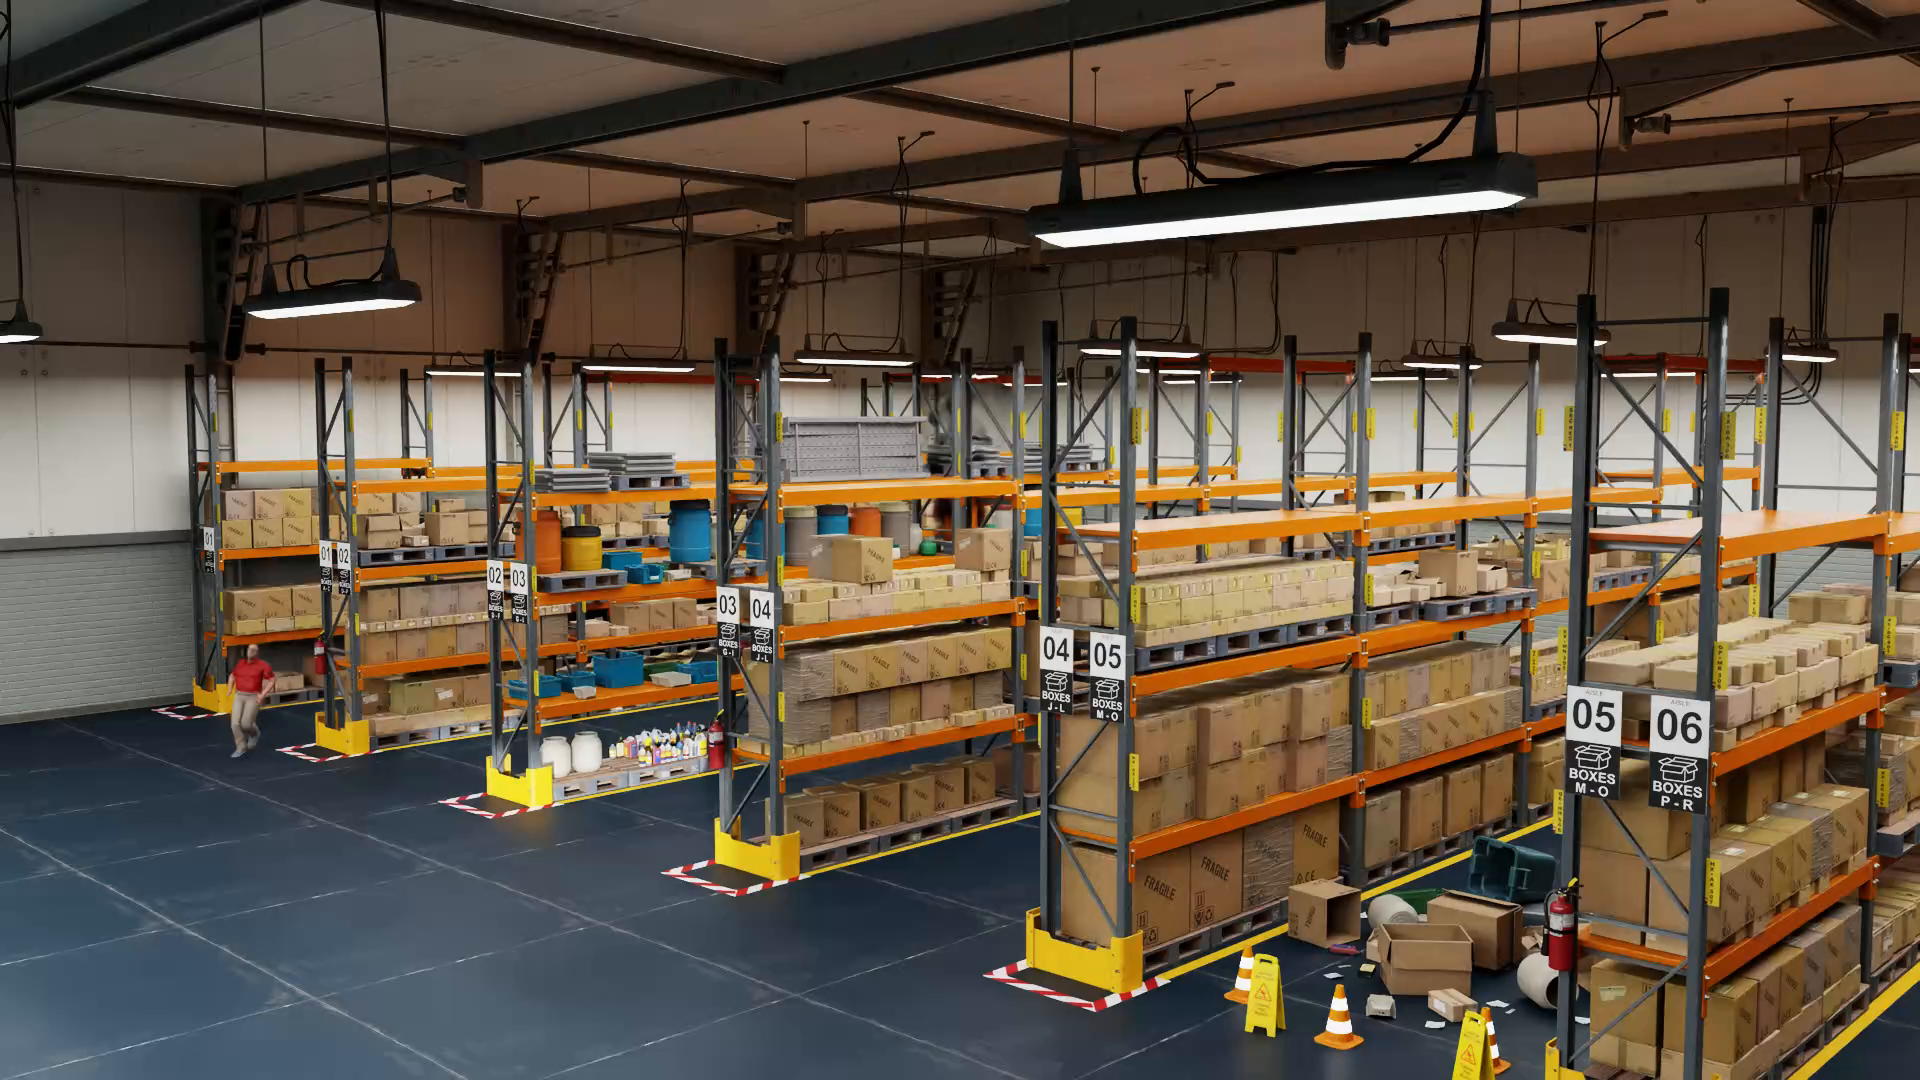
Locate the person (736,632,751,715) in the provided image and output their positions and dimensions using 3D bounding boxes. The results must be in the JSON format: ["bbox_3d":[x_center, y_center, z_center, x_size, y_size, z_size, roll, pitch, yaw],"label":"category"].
[{"bbox_3d":[-3.587,2.096,28.581,0.575,1.696,0.909,3,5,34],"label":"person"}]

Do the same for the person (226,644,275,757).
[{"bbox_3d":[-10.749,2.415,25.148,0.706,1.688,0.543,0,4,6],"label":"person"}]
